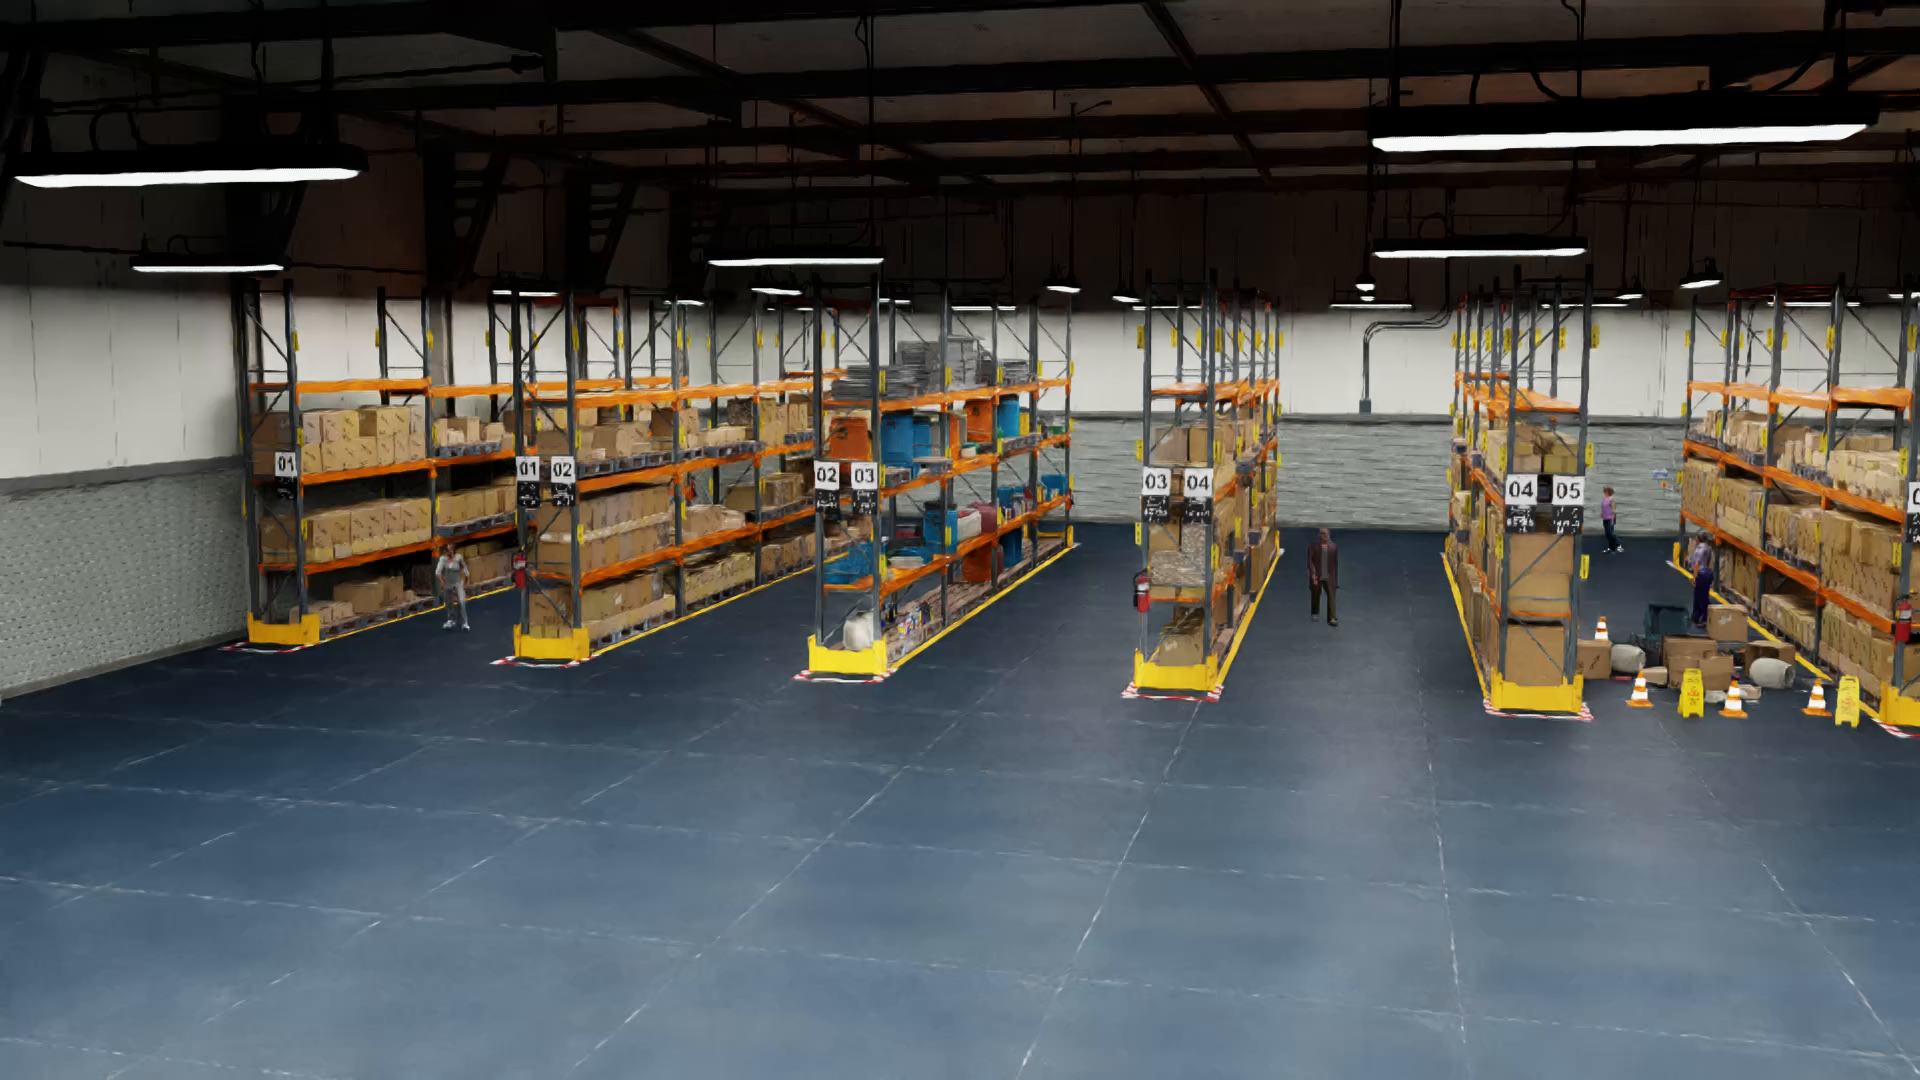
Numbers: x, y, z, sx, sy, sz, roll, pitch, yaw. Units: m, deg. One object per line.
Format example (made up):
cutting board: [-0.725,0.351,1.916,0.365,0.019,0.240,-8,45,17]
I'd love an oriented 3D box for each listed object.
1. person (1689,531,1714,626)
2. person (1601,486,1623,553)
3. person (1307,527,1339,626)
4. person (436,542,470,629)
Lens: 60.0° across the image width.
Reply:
person: [13.042,0.664,29.341,0.567,1.641,0.611,5,9,38]
person: [15.331,-0.479,39.101,0.419,1.588,0.566,-2,7,-15]
person: [6.384,0.630,29.275,0.580,1.715,1.104,1,7,5]
person: [-8.779,0.779,28.870,0.574,1.535,0.749,-1,7,-6]
